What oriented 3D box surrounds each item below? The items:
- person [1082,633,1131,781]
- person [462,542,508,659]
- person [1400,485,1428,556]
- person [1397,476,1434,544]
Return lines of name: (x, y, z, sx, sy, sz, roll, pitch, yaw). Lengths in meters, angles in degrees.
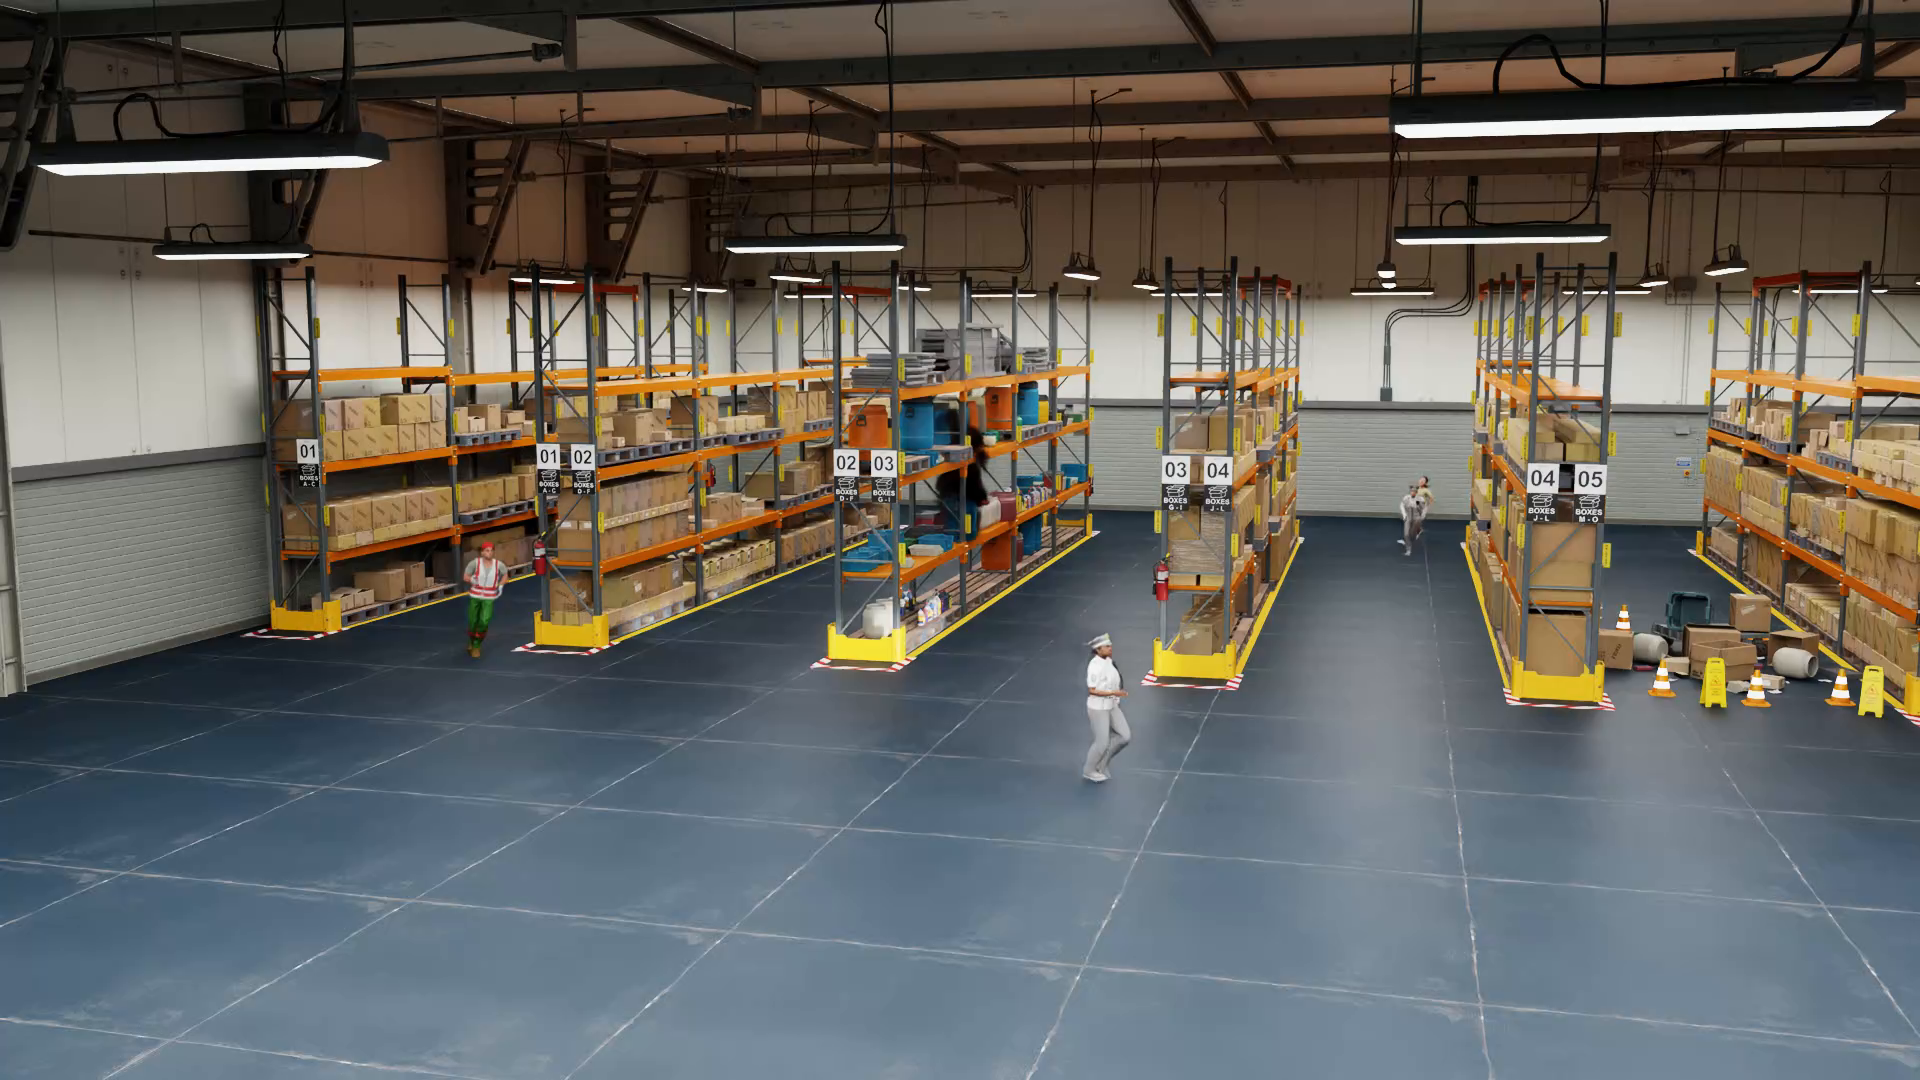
person: (1.638, 1.856, 18.323, 0.599, 1.681, 0.561, 5, 9, 35)
person: (-7.272, 0.910, 25.485, 0.660, 1.789, 0.714, -1, 7, -10)
person: (10.102, -0.451, 37.001, 0.616, 1.600, 0.773, 3, 8, 22)
person: (10.604, -0.683, 38.640, 0.703, 1.569, 0.646, -3, 8, -23)
